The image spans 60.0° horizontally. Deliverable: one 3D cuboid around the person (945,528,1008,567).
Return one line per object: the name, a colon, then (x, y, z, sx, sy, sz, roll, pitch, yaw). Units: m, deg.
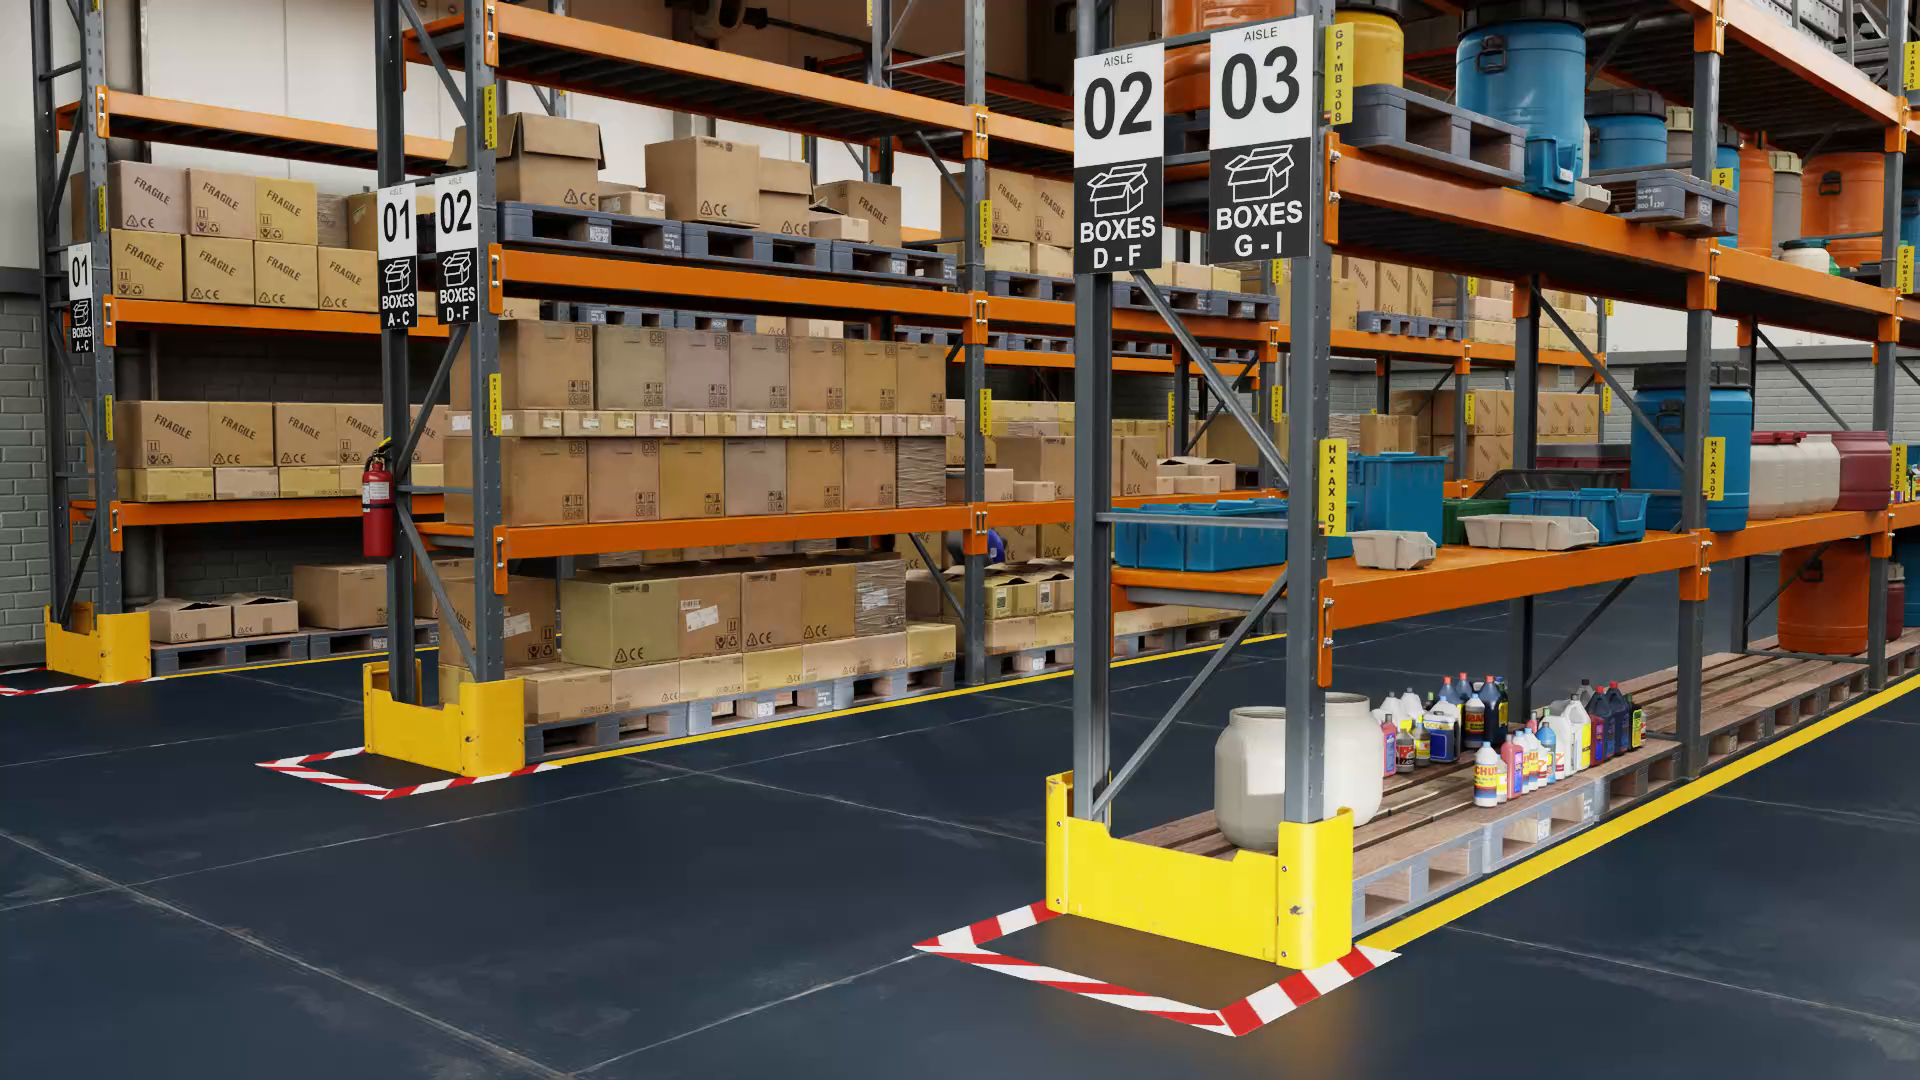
person: (0.202, 0.270, 17.331, 0.461, 0.891, 0.868, 3, 5, 38)
